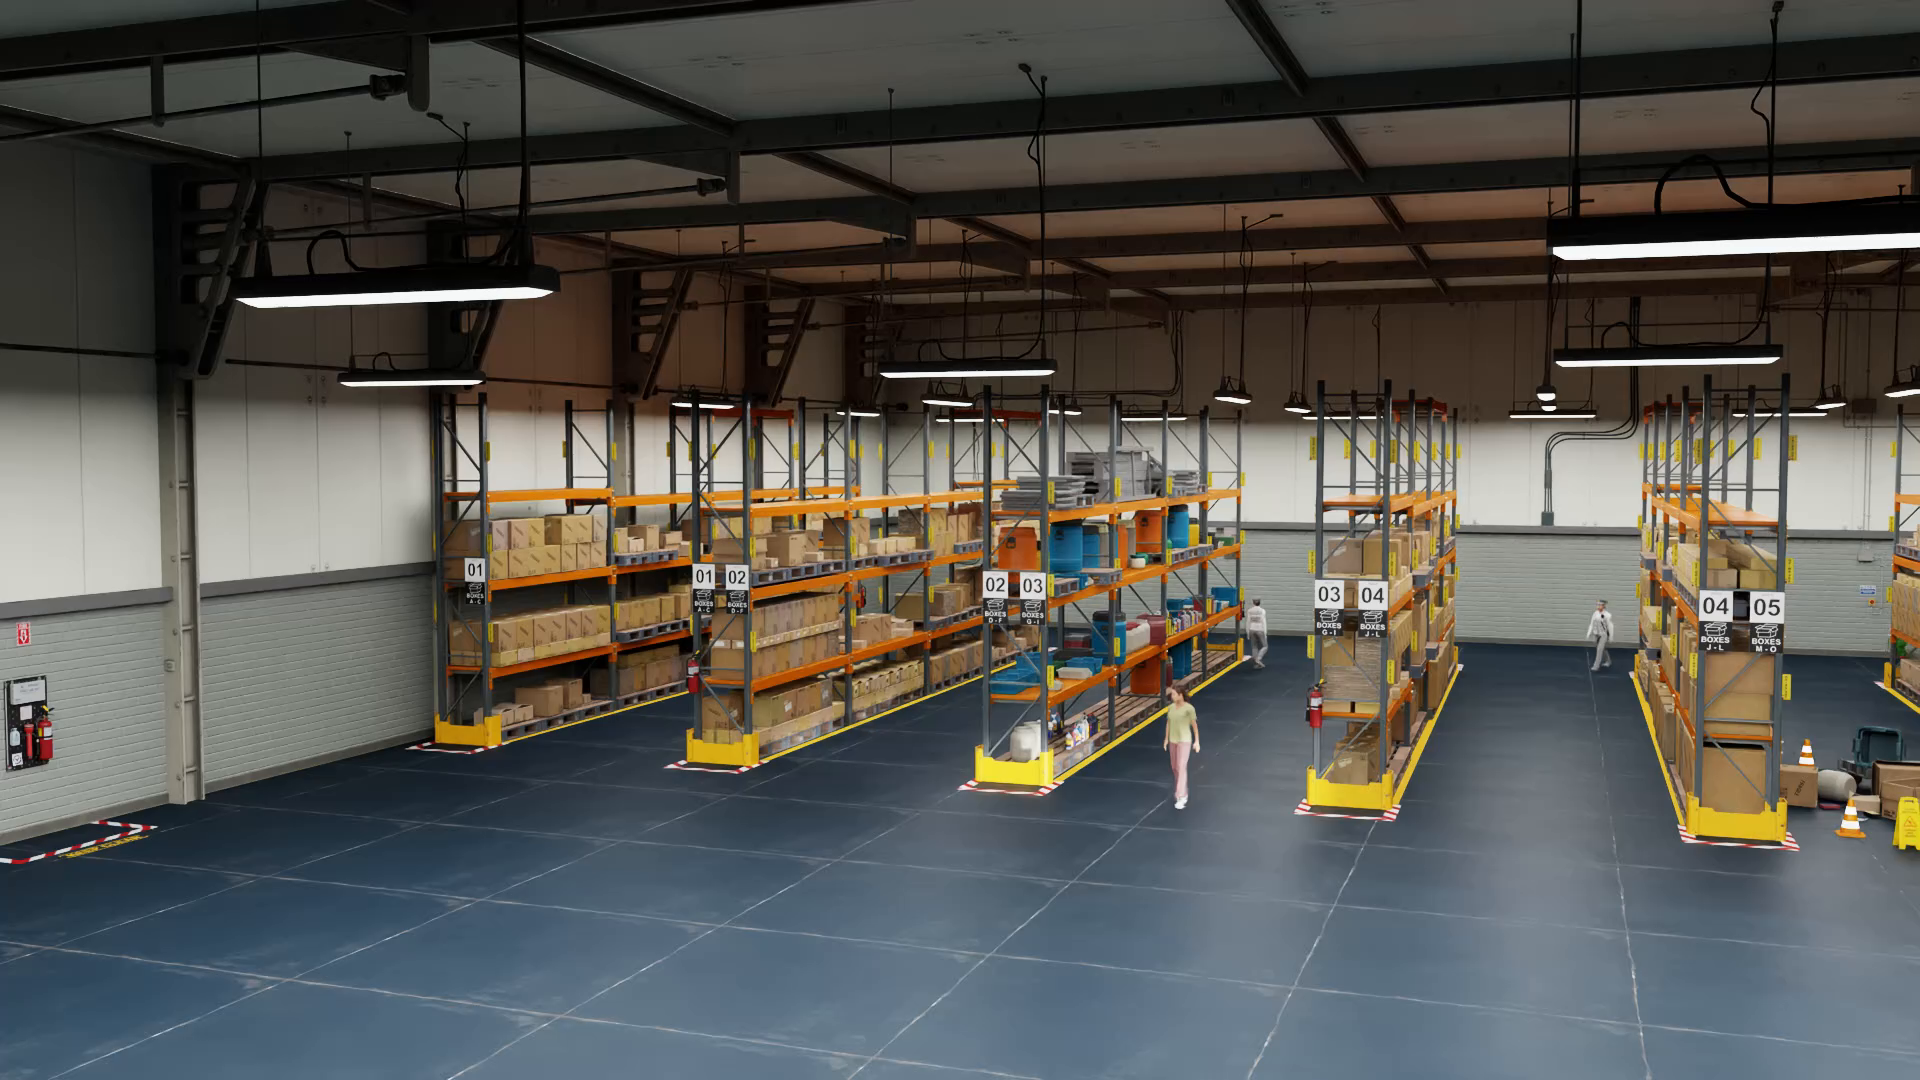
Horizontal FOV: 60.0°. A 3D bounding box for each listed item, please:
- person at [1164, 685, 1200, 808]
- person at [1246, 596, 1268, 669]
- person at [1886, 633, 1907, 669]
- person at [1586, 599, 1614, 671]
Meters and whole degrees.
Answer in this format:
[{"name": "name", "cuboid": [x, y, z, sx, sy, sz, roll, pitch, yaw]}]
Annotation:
[{"name": "person", "cuboid": [3.089, 3.035, 23.662, 0.648, 1.416, 0.559, -3, 4, -43]}, {"name": "person", "cuboid": [6.815, 2.134, 38.257, 0.523, 1.674, 0.480, 2, 4, 32]}, {"name": "person", "cuboid": [21.369, 2.086, 37.806, 0.468, 1.793, 0.552, 0, 3, 1]}, {"name": "person", "cuboid": [14.637, 2.151, 37.955, 1.074, 1.612, 0.508, -2, 4, -37]}]
